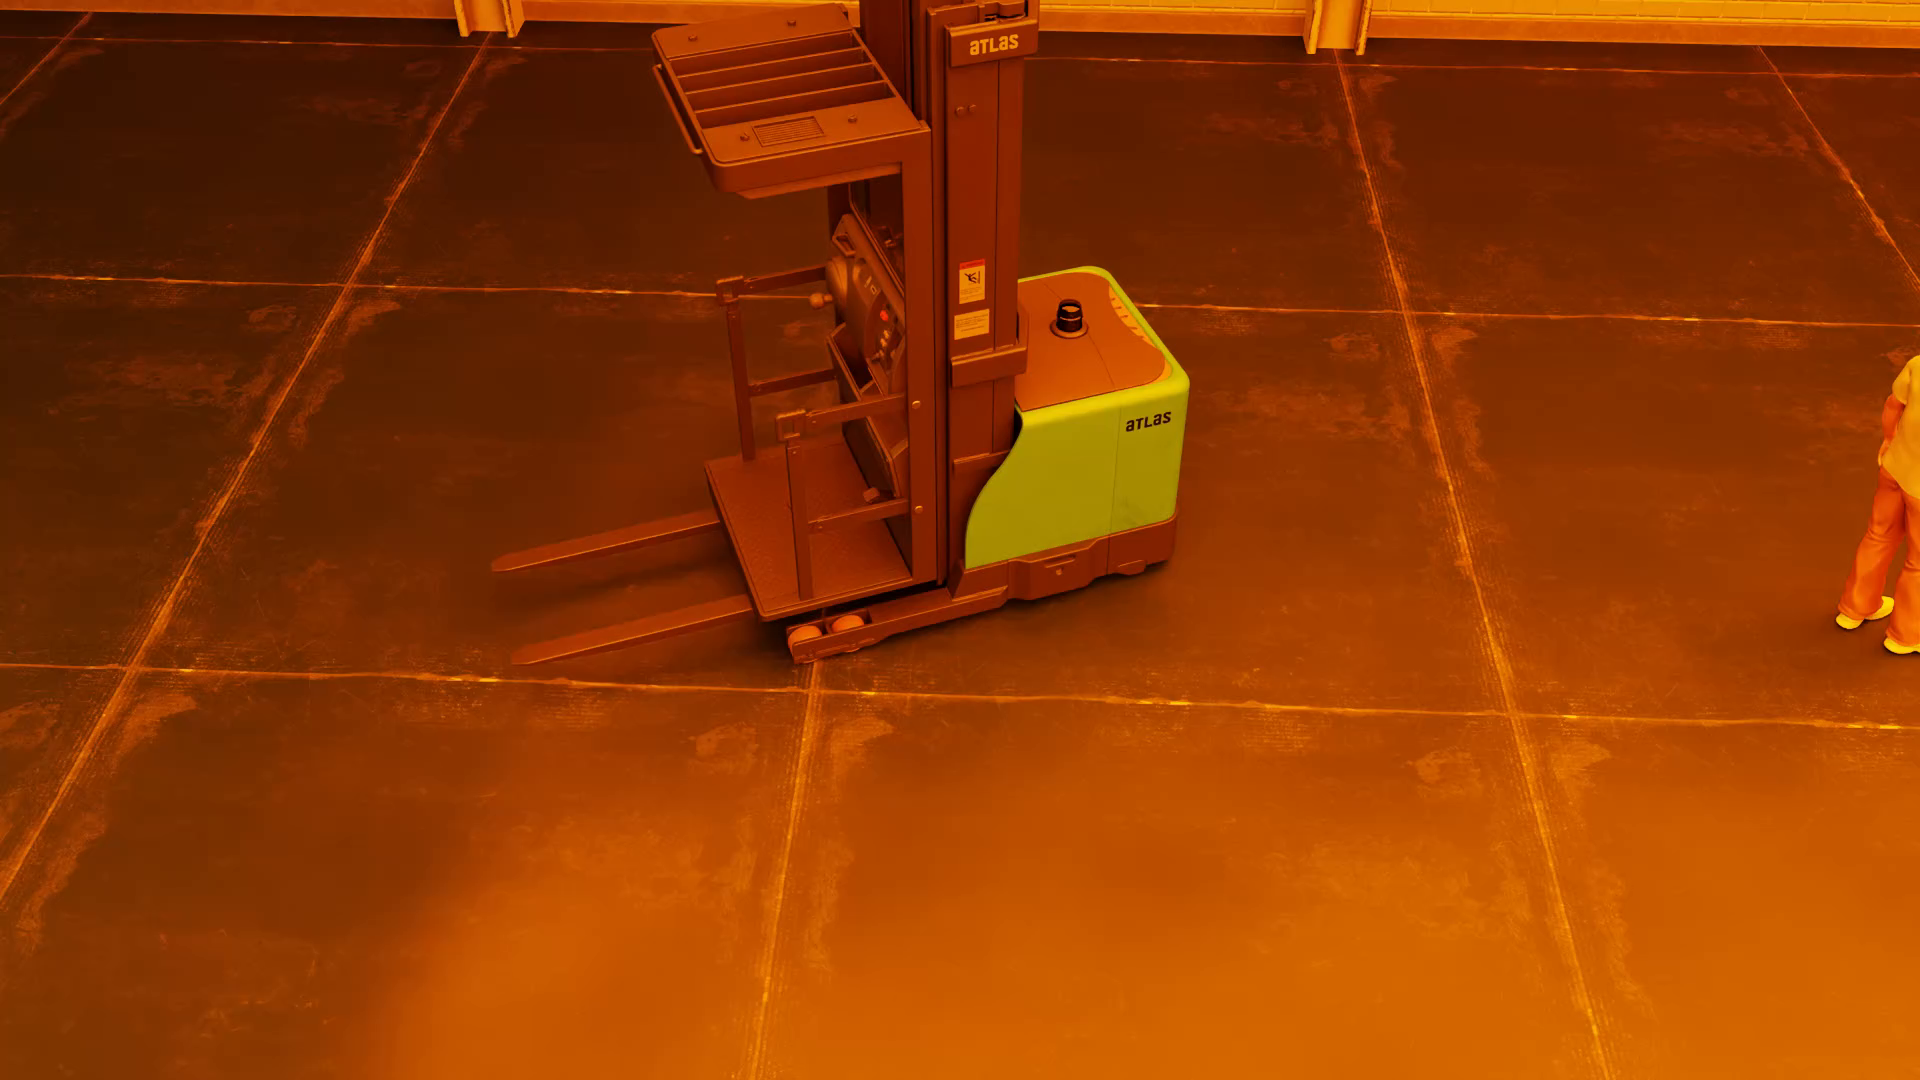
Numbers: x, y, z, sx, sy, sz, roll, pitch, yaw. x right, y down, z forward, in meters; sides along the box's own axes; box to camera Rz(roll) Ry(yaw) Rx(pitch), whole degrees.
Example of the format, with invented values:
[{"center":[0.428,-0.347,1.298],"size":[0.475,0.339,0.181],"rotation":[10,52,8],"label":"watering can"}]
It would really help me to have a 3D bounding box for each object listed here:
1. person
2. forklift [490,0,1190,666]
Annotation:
[{"center":[4.082,-0.256,6.944],"size":[0.550,1.676,0.554],"rotation":[-10,43,-10],"label":"person"},{"center":[-0.573,-0.945,6.778],"size":[3.031,2.935,1.130],"rotation":[-13,44,-14],"label":"forklift"}]
